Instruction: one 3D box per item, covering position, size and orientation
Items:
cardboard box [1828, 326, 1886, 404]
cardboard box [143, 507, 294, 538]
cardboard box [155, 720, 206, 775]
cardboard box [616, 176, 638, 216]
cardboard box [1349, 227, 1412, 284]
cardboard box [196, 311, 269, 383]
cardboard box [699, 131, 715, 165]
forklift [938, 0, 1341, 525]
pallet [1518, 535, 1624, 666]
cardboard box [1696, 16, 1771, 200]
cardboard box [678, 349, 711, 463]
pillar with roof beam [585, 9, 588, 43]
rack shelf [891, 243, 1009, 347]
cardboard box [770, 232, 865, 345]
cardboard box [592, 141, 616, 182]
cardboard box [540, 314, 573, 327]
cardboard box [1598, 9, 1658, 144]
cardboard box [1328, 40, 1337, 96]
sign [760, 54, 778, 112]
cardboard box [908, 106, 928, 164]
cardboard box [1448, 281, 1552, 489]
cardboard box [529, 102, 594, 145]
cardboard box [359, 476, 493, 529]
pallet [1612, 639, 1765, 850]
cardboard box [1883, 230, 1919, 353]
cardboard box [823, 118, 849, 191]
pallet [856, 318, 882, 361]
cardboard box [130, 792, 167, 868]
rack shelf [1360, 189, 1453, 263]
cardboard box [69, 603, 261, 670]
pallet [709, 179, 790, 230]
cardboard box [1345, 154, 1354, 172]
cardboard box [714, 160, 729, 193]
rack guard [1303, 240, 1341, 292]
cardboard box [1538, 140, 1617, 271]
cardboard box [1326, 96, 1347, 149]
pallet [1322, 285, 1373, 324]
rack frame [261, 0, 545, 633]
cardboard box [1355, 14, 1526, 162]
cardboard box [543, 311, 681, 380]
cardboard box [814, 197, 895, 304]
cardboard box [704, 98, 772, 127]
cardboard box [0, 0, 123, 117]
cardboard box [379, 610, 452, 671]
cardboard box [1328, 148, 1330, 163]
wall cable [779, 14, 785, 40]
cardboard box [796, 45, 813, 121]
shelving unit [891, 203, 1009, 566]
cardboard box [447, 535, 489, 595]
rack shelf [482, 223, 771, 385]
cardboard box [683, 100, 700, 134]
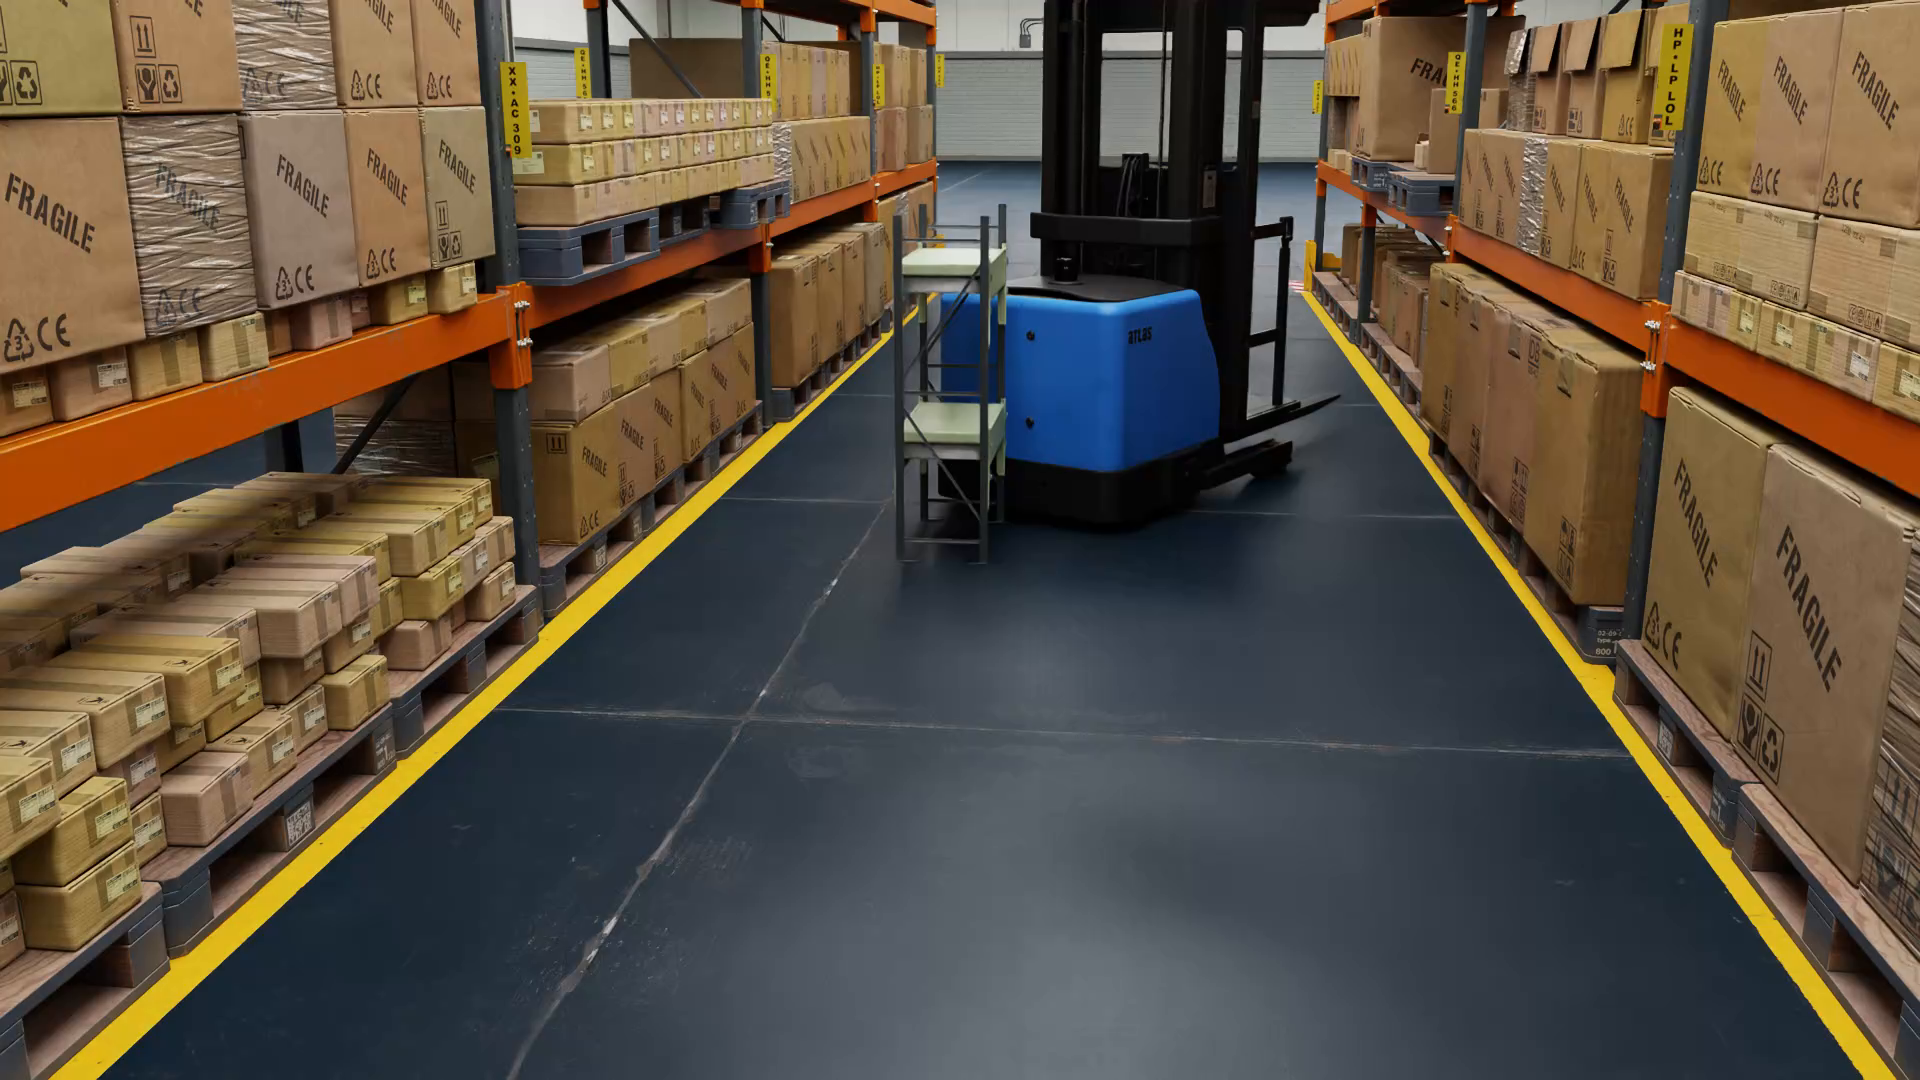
[{"bbox_3d":[2.302,-0.412,3.922,0.380,0.149,0.250,2,15,7],"label":"cardboard box"},{"bbox_3d":[-2.420,-0.003,5.443,0.380,0.149,0.250,1,15,5],"label":"cardboard box"},{"bbox_3d":[-2.154,0.488,4.198,0.380,0.149,0.250,2,15,9],"label":"cardboard box"},{"bbox_3d":[-1.547,-1.416,6.829,0.380,0.149,0.250,2,15,7],"label":"cardboard box"},{"bbox_3d":[4.045,-2.728,15.987,0.500,0.500,0.500,6,16,21],"label":"cardboard box"},{"bbox_3d":[-2.010,-0.499,4.243,0.380,0.149,0.250,2,15,7],"label":"cardboard box"},{"bbox_3d":[-1.401,-1.895,8.032,0.380,0.149,0.250,2,15,8],"label":"cardboard box"},{"bbox_3d":[1.156,-1.813,8.752,1.130,2.935,3.031,11,18,34],"label":"forklift"},{"bbox_3d":[2.823,0.207,6.492,1.003,0.211,1.213,2,15,6],"label":"pallet"},{"bbox_3d":[2.503,-1.253,4.831,0.500,0.500,0.500,2,15,6],"label":"cardboard box"},{"bbox_3d":[-1.575,-0.692,8.459,0.500,0.500,0.500,1,15,4],"label":"cardboard box"},{"bbox_3d":[-4.602,-13.326,39.705,9.100,9.000,0.400,2,15,6],"label":"pillar with roof beam"},{"bbox_3d":[-0.034,-1.091,7.330,0.431,0.370,0.720,2,15,7],"label":"rack shelf"},{"bbox_3d":[-1.296,-1.887,12.399,1.050,0.750,0.750,2,15,6],"label":"cardboard box"},{"bbox_3d":[-1.577,-1.490,6.533,0.380,0.149,0.250,1,15,5],"label":"cardboard box"},{"bbox_3d":[-2.156,-0.938,7.933,0.500,0.250,0.500,1,15,4],"label":"cardboard box"},{"bbox_3d":[2.964,-1.813,6.506,0.797,0.503,0.637,2,15,7],"label":"cardboard box"},{"bbox_3d":[3.769,-4.460,15.731,0.500,0.500,0.500,2,15,6],"label":"cardboard box"},{"bbox_3d":[-1.114,-2.654,9.663,0.100,0.325,0.005,2,15,6],"label":"sign"},{"bbox_3d":[-0.789,-4.053,16.617,0.875,0.550,0.550,2,15,6],"label":"cardboard box"},{"bbox_3d":[3.056,-0.742,7.925,1.225,0.875,0.875,2,15,6],"label":"cardboard box"},{"bbox_3d":[-1.604,-1.566,6.245,0.380,0.149,0.250,2,15,9],"label":"cardboard box"},{"bbox_3d":[-1.887,-0.123,5.887,0.380,0.149,0.250,2,15,8],"label":"cardboard box"},{"bbox_3d":[2.648,0.604,5.023,1.003,0.211,1.213,2,15,6],"label":"pallet"},{"bbox_3d":[2.321,-0.503,3.492,0.500,0.250,0.500,2,15,6],"label":"cardboard box"},{"bbox_3d":[-1.110,-2.827,12.178,0.500,0.500,0.500,2,15,7],"label":"cardboard box"},{"bbox_3d":[-1.215,-1.636,13.306,1.003,0.211,1.213,2,15,6],"label":"pallet"},{"bbox_3d":[-2.139,0.708,3.953,0.380,0.149,0.250,2,15,6],"label":"cardboard box"},{"bbox_3d":[3.488,-2.146,11.229,1.077,0.370,4.000,2,15,6],"label":"rack shelf"},{"bbox_3d":[-2.098,0.279,4.402,0.380,0.149,0.250,2,15,6],"label":"cardboard box"},{"bbox_3d":[-1.629,-1.866,9.184,1.213,0.211,1.003,2,15,6],"label":"pallet"},{"bbox_3d":[3.630,-3.343,14.761,0.380,0.149,0.250,2,15,6],"label":"cardboard box"},{"bbox_3d":[-1.372,-1.821,8.327,0.380,0.149,0.250,1,15,4],"label":"cardboard box"},{"bbox_3d":[4.157,-2.823,17.143,1.175,0.500,0.348,2,15,6],"label":"rack guard"},{"bbox_3d":[2.707,-1.378,6.821,0.500,0.500,0.500,2,15,6],"label":"cardboard box"},{"bbox_3d":[4.076,-4.099,16.313,0.875,0.500,0.500,2,15,6],"label":"cardboard box"},{"bbox_3d":[3.890,-2.158,15.239,1.003,0.211,1.213,2,15,6],"label":"pallet"},{"bbox_3d":[-2.106,-1.109,6.017,1.000,3.000,0.127,2,15,6],"label":"rack frame"},{"bbox_3d":[3.485,-3.302,12.173,1.000,1.000,1.000,2,15,7],"label":"cardboard box"},{"bbox_3d":[-1.640,-0.921,7.870,0.500,0.250,0.500,2,15,8],"label":"cardboard box"},{"bbox_3d":[-1.062,-2.522,14.509,0.875,0.875,0.875,2,15,7],"label":"cardboard box"},{"bbox_3d":[-1.254,-2.375,9.234,0.380,0.149,0.250,1,15,4],"label":"cardboard box"},{"bbox_3d":[-2.111,-1.120,3.381,0.500,0.500,0.500,1,15,5],"label":"cardboard box"},{"bbox_3d":[-1.889,0.312,5.420,0.380,0.149,0.250,1,15,4],"label":"cardboard box"},{"bbox_3d":[3.849,-3.797,16.438,0.380,0.149,0.250,2,15,6],"label":"cardboard box"},{"bbox_3d":[-6.556,-14.235,49.016,3.097,2.526,0.112,2,15,6],"label":"wall cable"},{"bbox_3d":[-1.425,-3.190,11.608,0.700,0.500,0.500,2,15,6],"label":"cardboard box"},{"bbox_3d":[-0.034,-0.715,7.432,0.431,1.500,0.755,2,15,7],"label":"shelving unit"},{"bbox_3d":[-1.844,0.082,5.698,0.380,0.149,0.250,1,15,4],"label":"cardboard box"},{"bbox_3d":[-1.880,-1.281,8.029,1.077,0.370,4.000,2,15,6],"label":"rack shelf"},{"bbox_3d":[-1.432,-1.972,7.744,0.380,0.149,0.250,2,15,8],"label":"cardboard box"}]
